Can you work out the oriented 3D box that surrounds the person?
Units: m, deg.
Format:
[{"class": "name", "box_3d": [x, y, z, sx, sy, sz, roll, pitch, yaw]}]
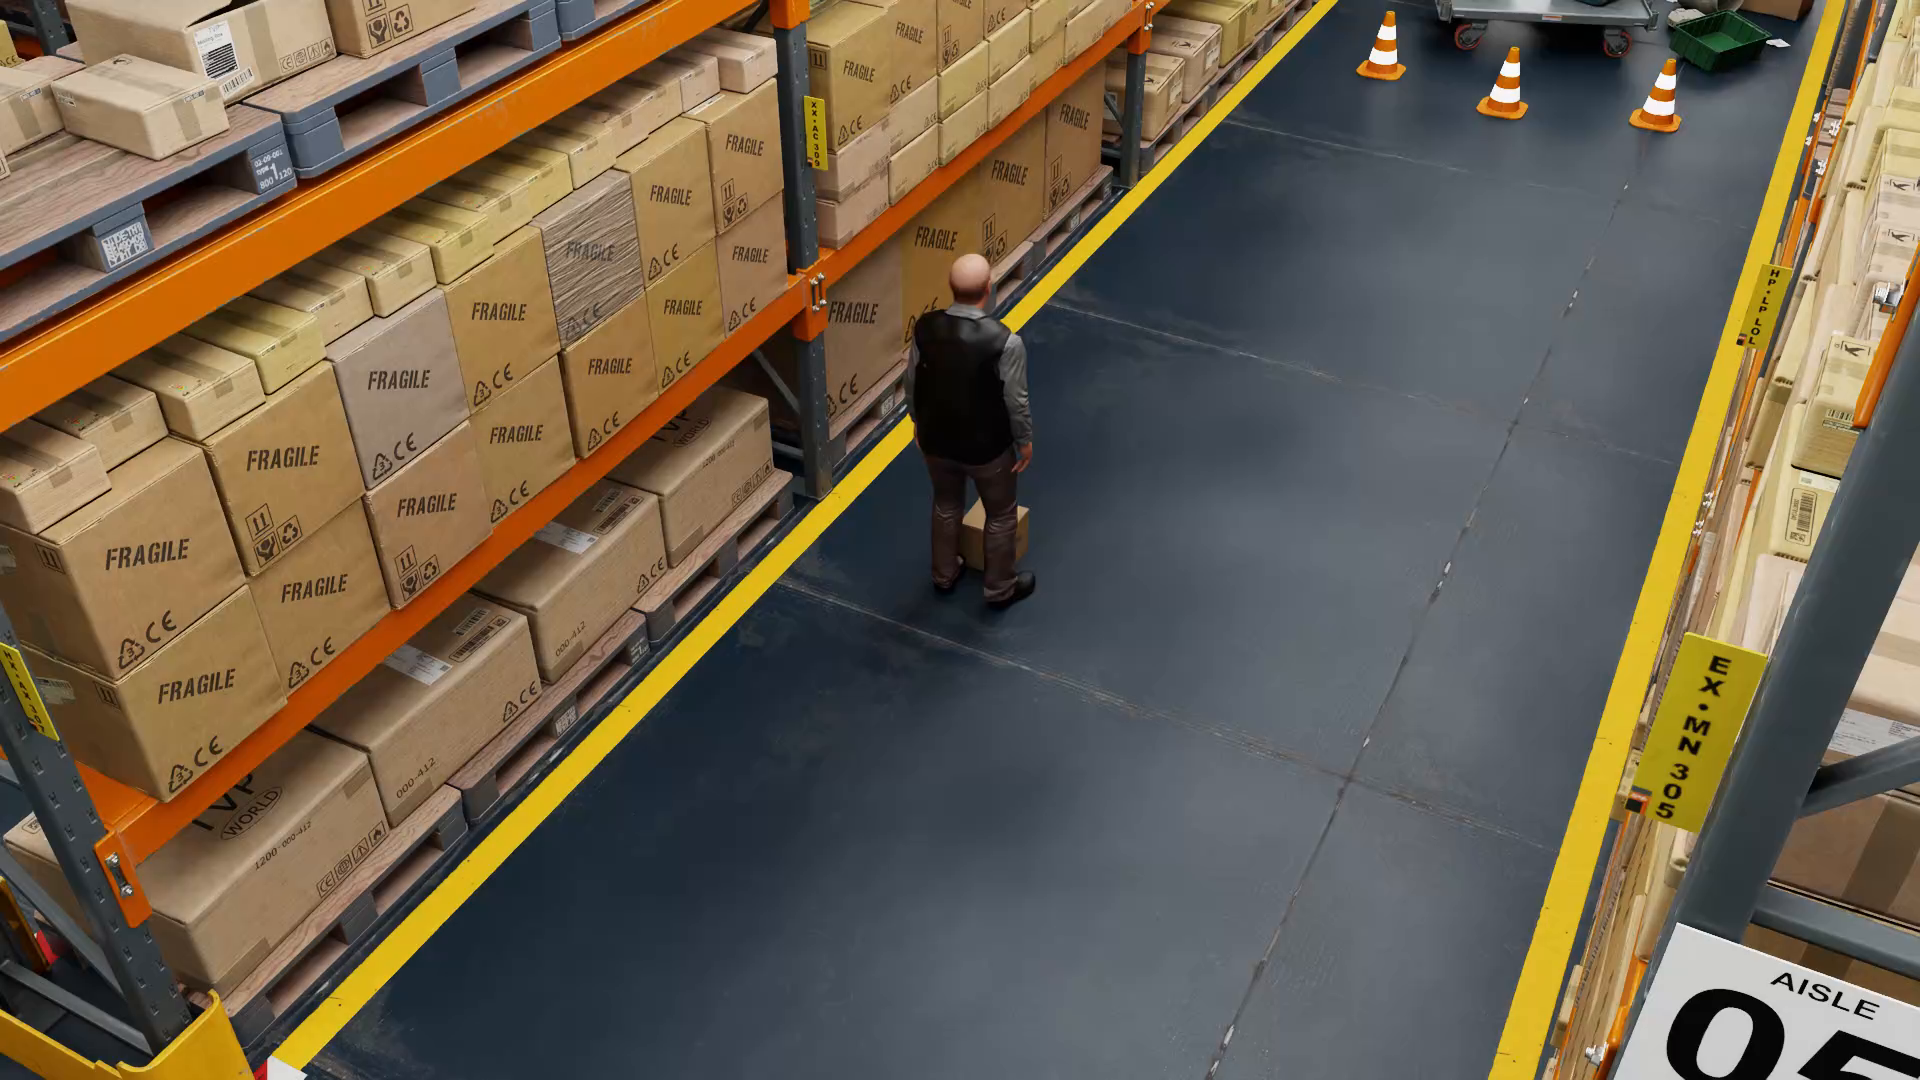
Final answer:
[{"class": "person", "box_3d": [0.046, -0.459, 7.363, 0.586, 1.720, 0.379, 15, 40, 19]}]
